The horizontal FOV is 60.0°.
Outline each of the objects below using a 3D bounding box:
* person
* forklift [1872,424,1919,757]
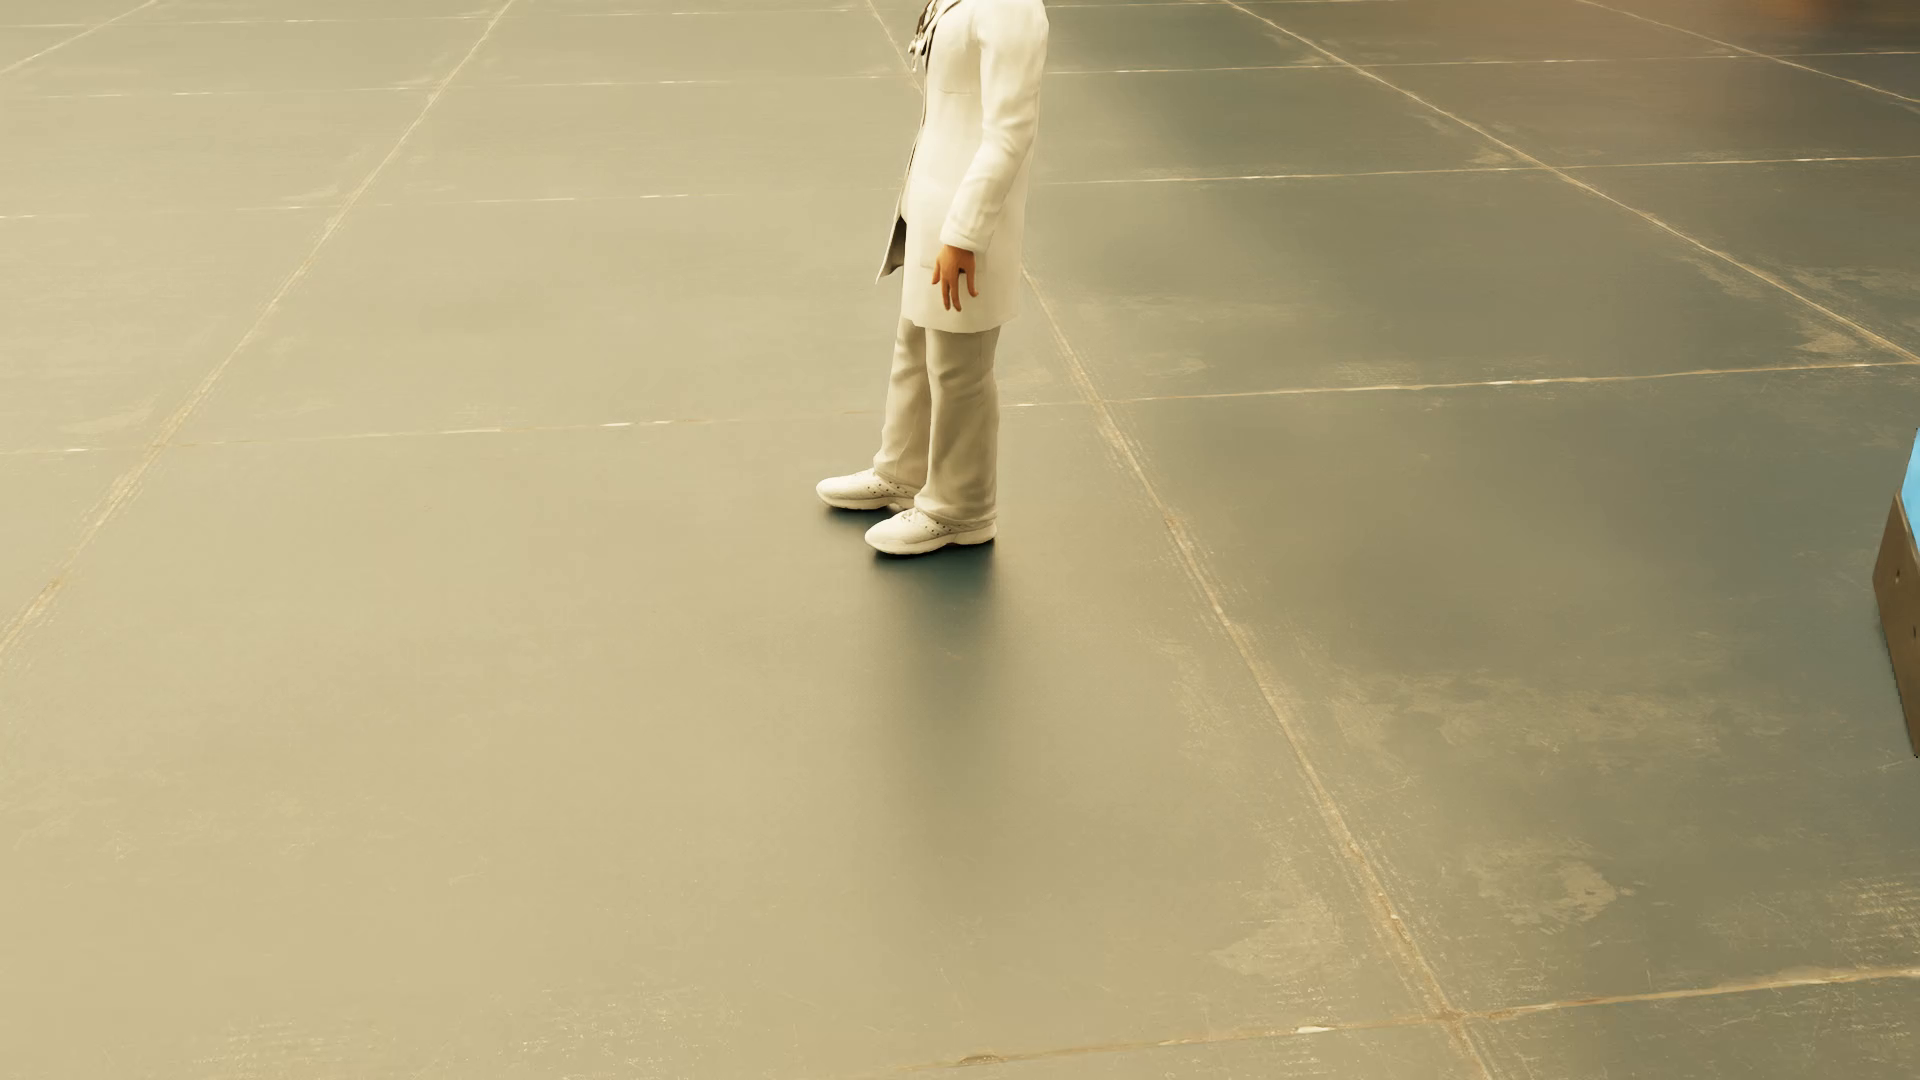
[{"bbox_3d":[-0.091,-0.803,4.210,0.578,1.777,0.696,-3,26,-7],"label":"person"},{"bbox_3d":[3.585,-0.748,2.782,3.031,2.935,1.130,9,27,19],"label":"forklift"}]
